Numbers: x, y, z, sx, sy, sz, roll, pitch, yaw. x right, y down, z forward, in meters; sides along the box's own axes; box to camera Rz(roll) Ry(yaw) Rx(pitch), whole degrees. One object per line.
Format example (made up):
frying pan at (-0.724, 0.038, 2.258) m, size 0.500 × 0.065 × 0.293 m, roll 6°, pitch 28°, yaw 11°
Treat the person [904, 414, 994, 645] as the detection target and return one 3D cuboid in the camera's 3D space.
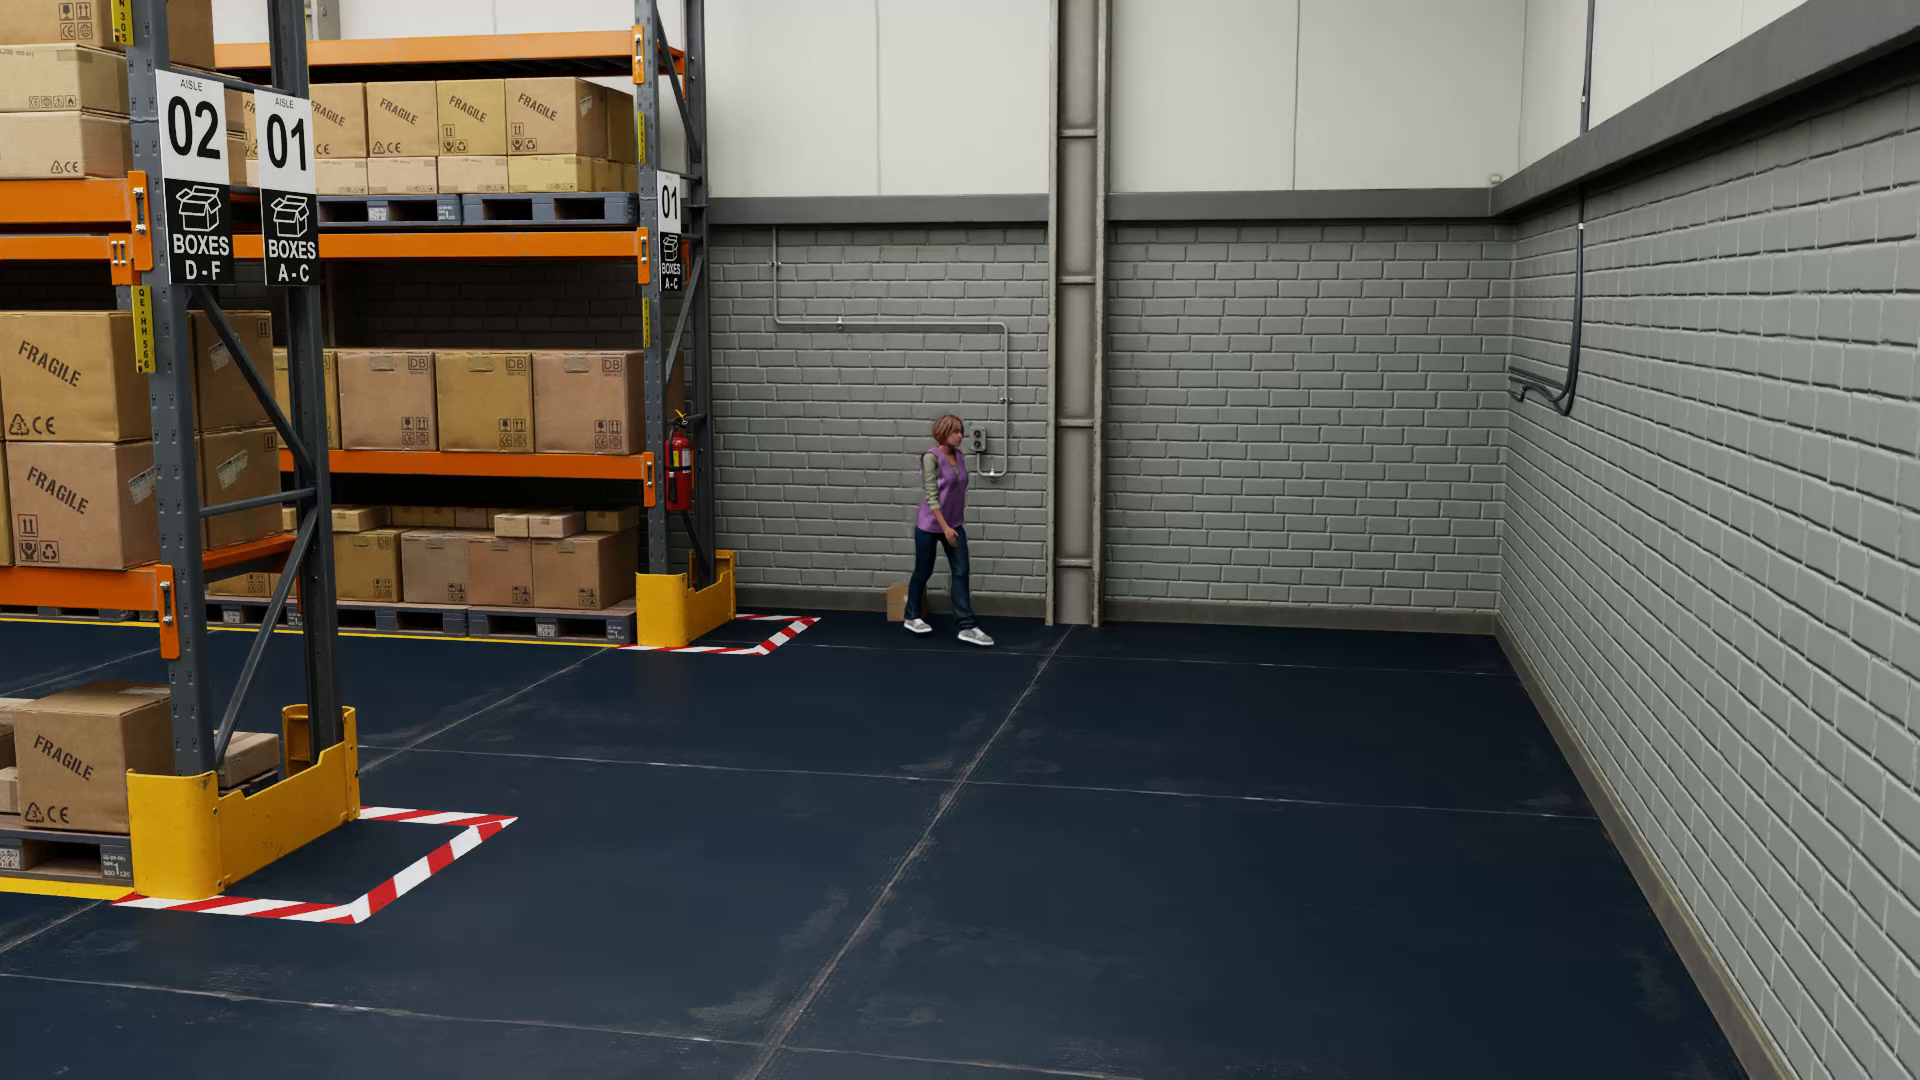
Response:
person at (-0.095, -0.088, 11.437) m, size 0.414 × 1.554 × 0.842 m, roll -7°, pitch 11°, yaw -39°
